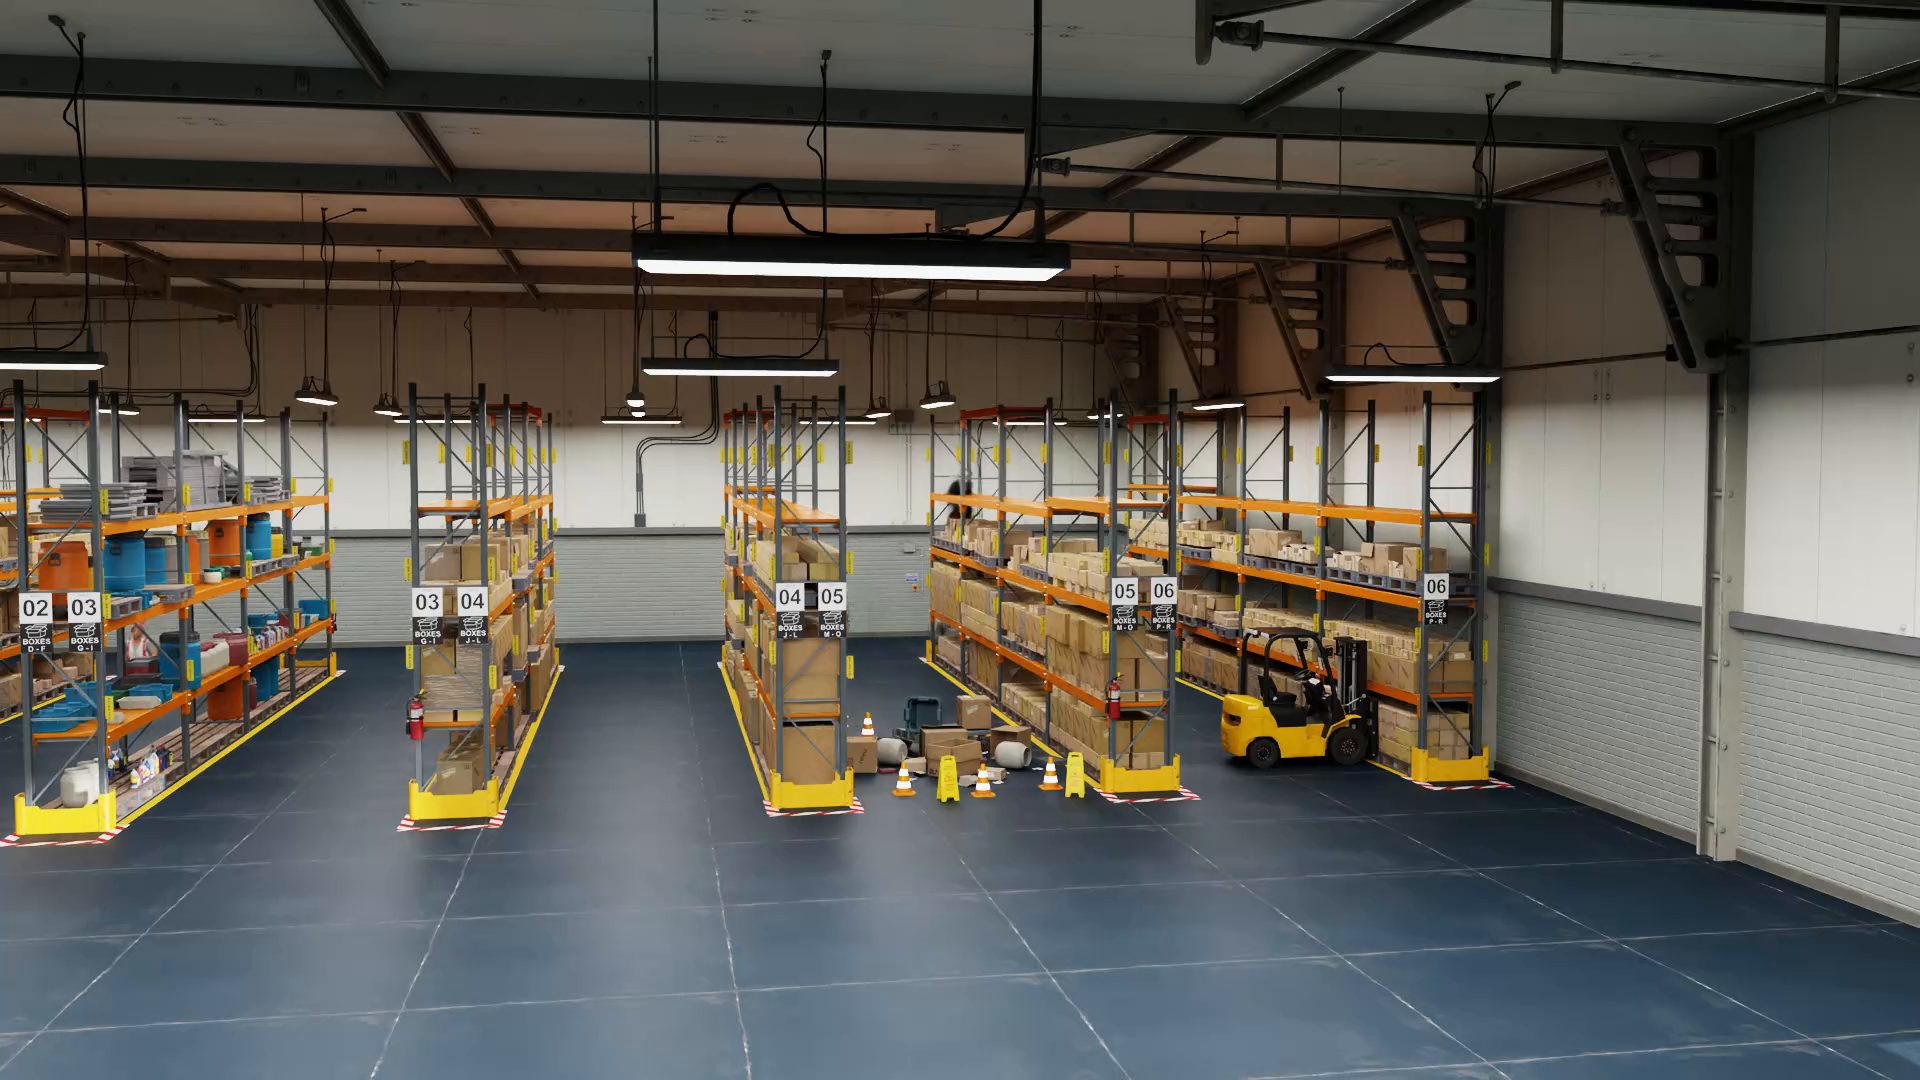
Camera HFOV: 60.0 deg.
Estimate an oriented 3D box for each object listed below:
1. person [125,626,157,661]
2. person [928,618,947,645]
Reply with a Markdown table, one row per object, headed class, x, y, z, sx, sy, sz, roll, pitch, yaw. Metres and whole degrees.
| class | x | y | z | sx | sy | sz | roll | pitch | yaw |
| --- | --- | --- | --- | --- | --- | --- | --- | --- | --- |
| person | -15.846 | 2.503 | 32.072 | 0.651 | 1.747 | 0.692 | -1 | 3 | -14 |
| person | -0.516 | 2.063 | 41.833 | 0.633 | 1.674 | 0.674 | 1 | 3 | 19 |
